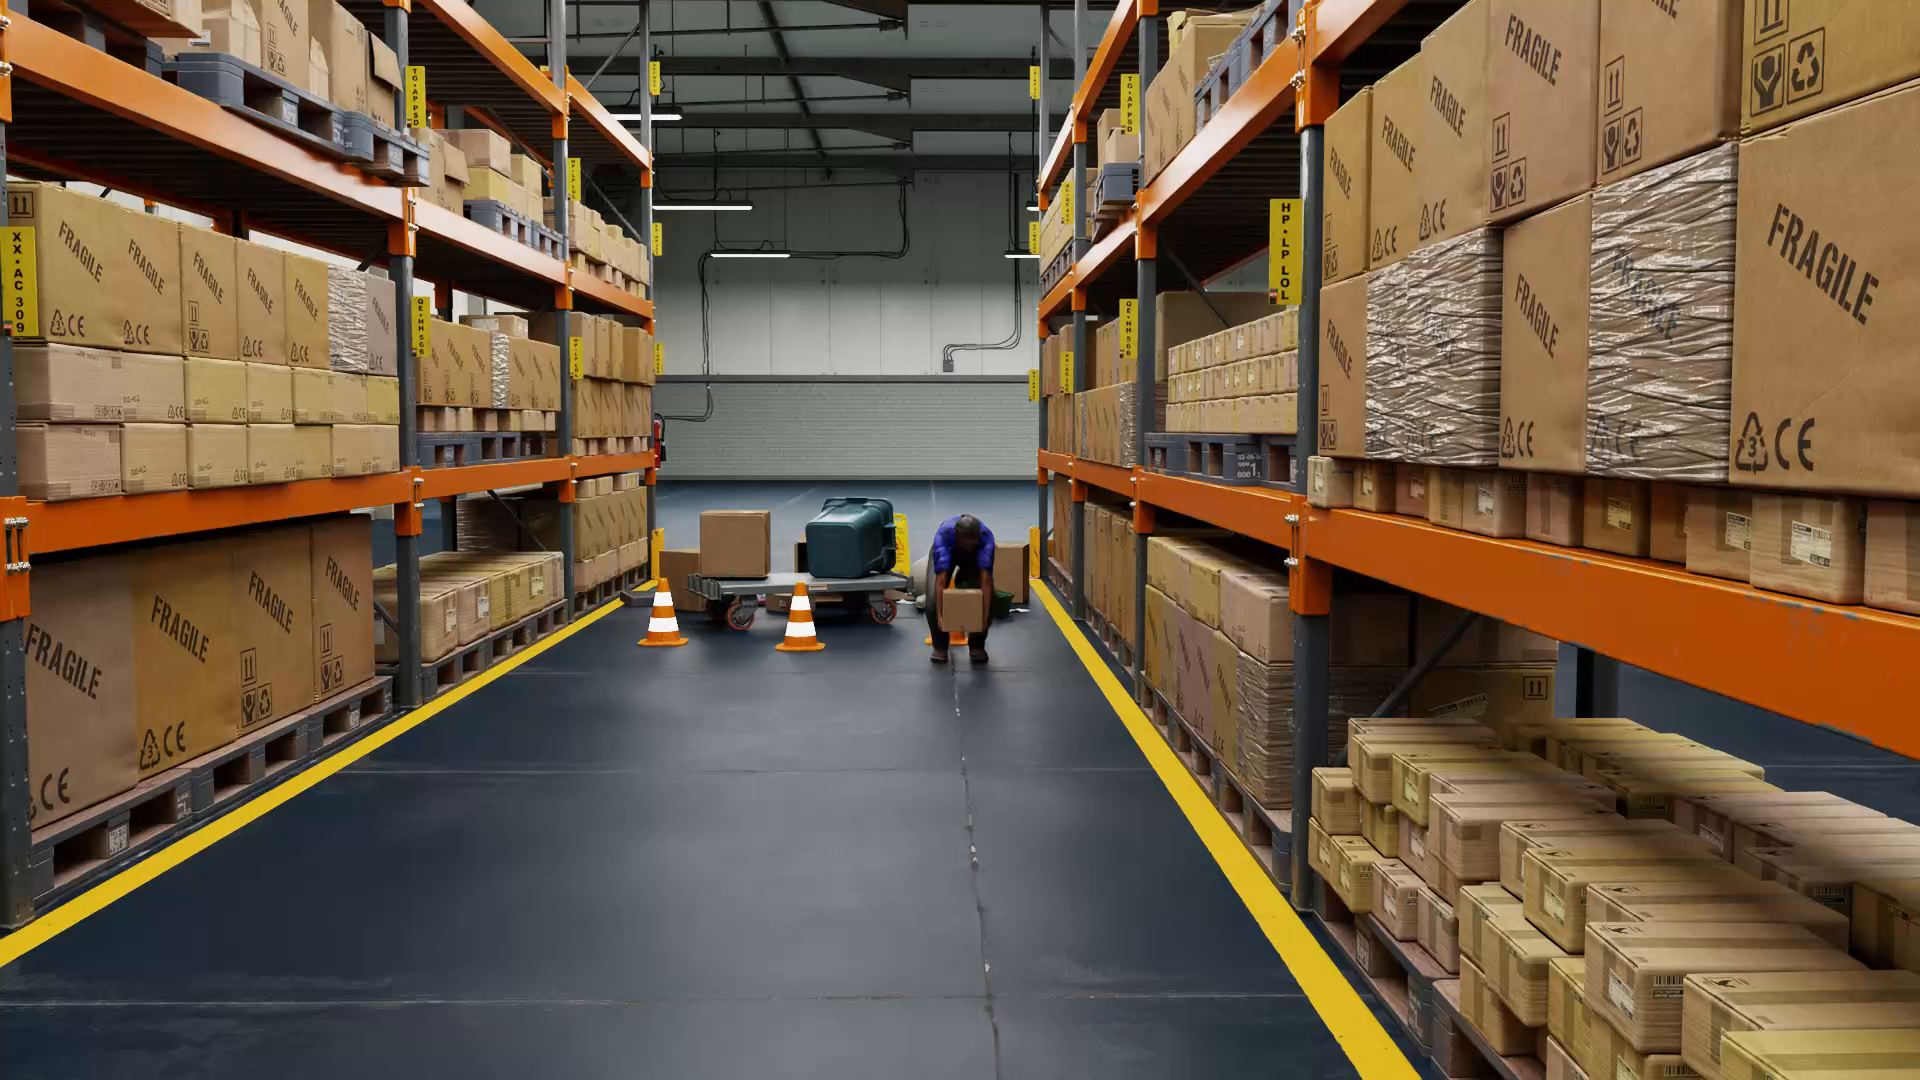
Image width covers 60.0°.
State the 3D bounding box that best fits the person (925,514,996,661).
[{"bbox_3d":[0.007,0.310,10.886,0.465,0.996,0.862,0,4,-4],"label":"person"}]
